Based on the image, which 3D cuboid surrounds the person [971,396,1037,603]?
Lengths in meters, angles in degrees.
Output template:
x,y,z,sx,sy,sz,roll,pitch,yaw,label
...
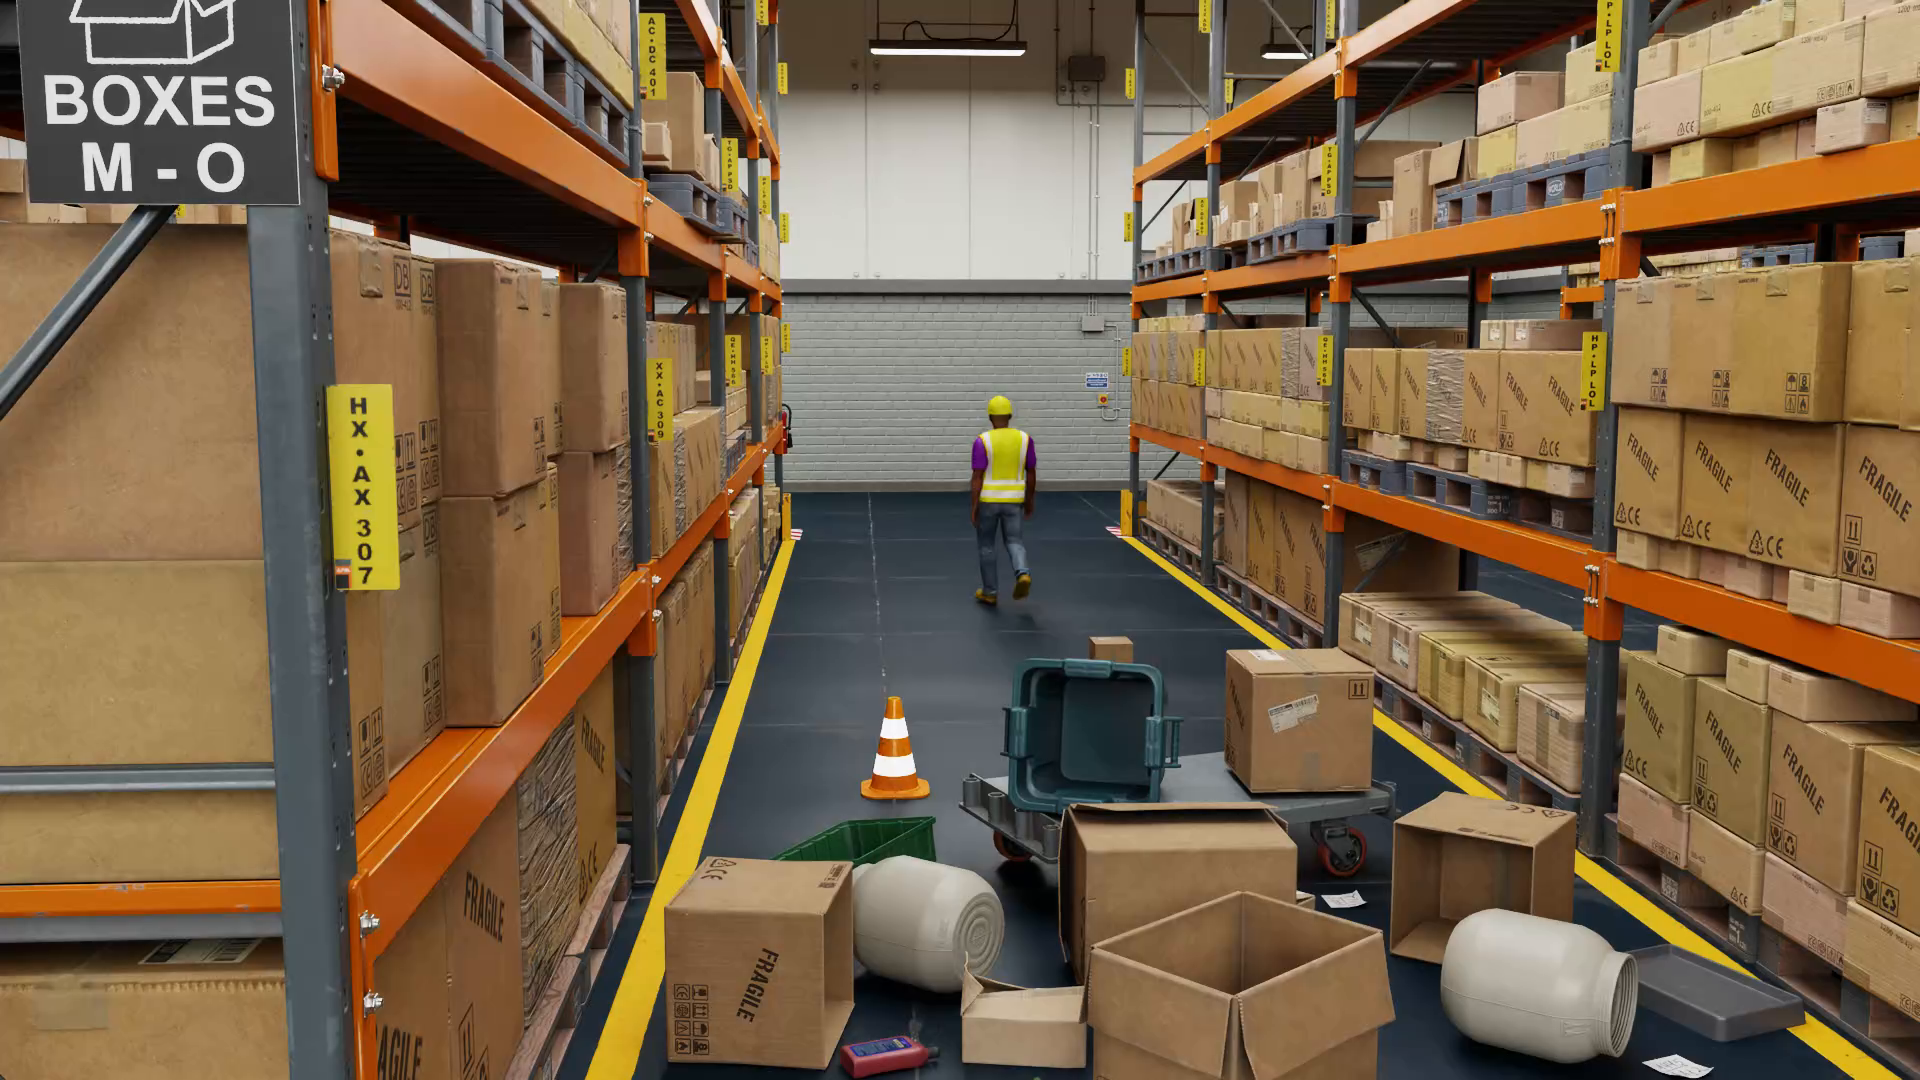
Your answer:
x,y,z,sx,sy,sz,roll,pitch,yaw,label
0.358,-0.324,13.789,0.579,1.743,0.839,-2,7,-15,person
